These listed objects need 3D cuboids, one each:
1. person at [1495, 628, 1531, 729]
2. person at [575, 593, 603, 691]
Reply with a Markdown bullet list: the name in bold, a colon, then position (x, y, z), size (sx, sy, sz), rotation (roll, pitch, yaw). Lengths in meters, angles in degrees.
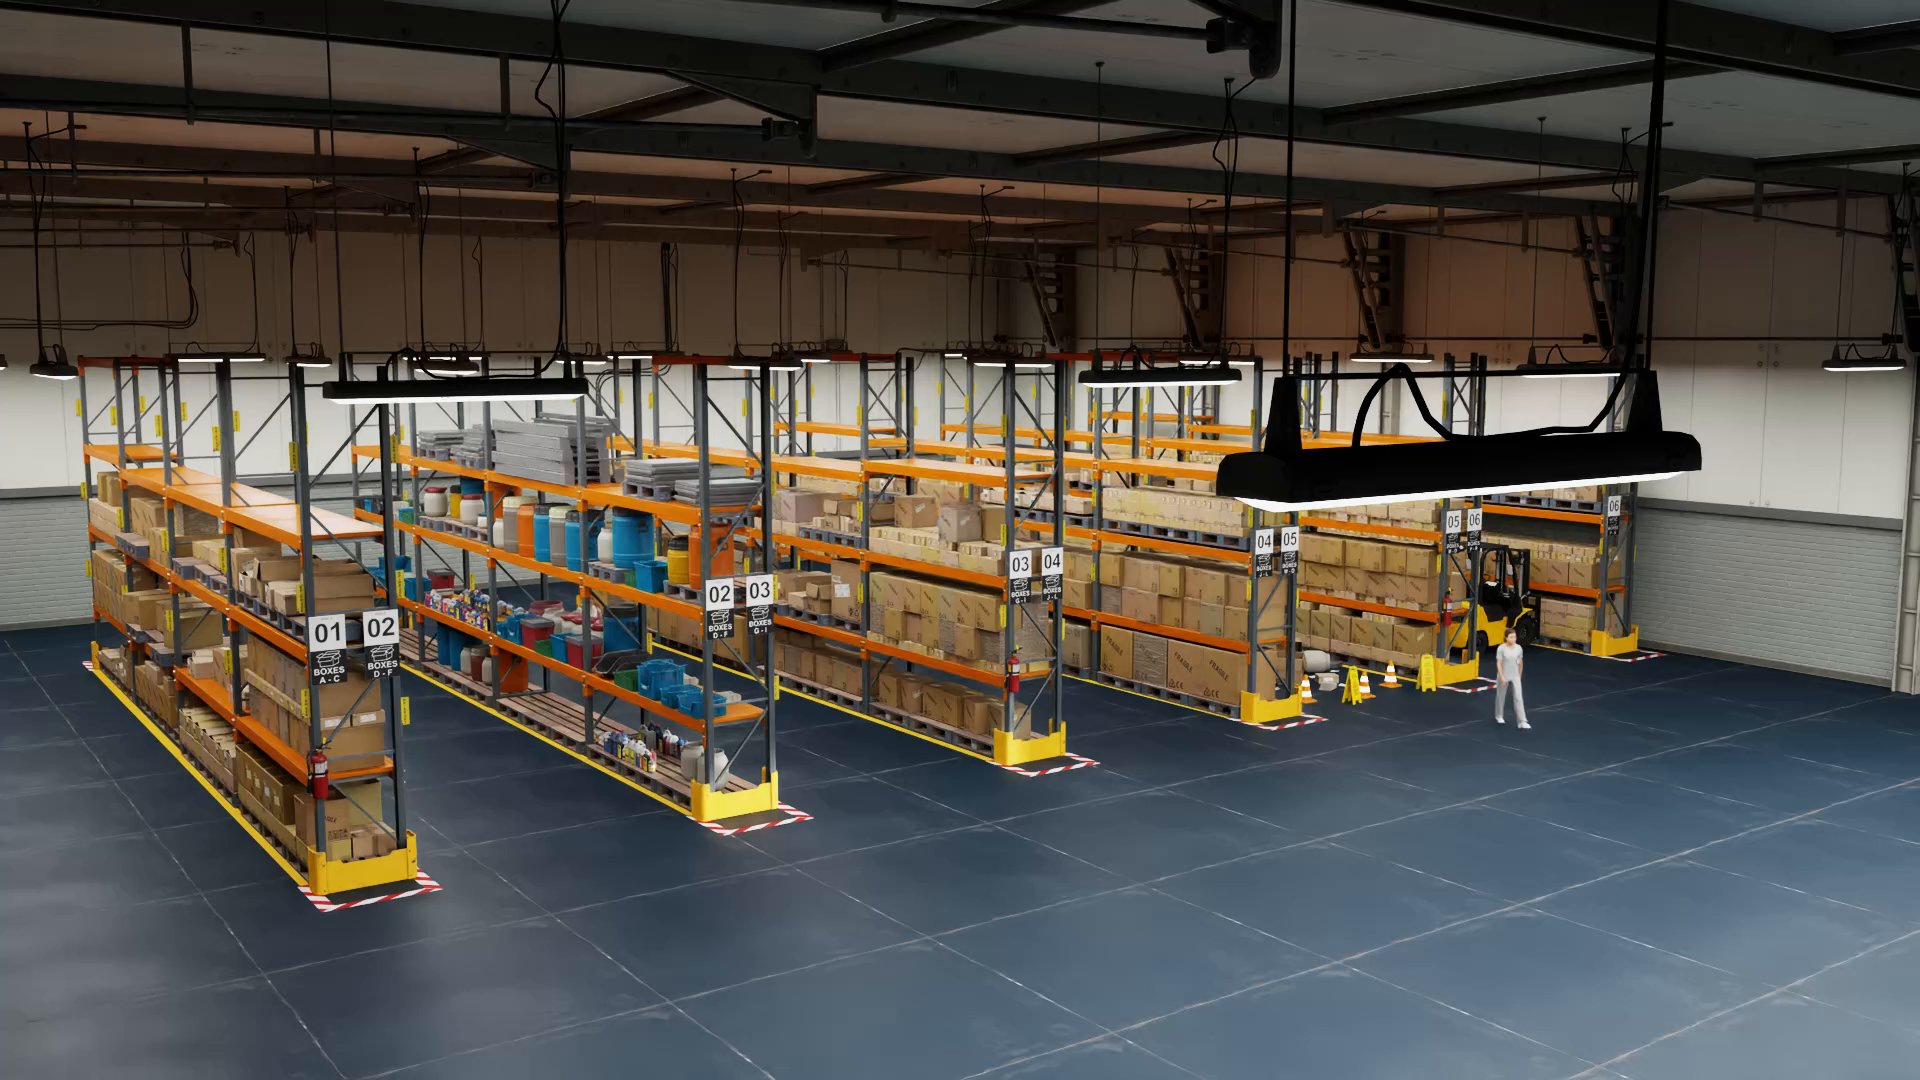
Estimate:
- **person**: position (8.927, 2.238, 26.963), size (0.465, 1.621, 1.036), rotation (0, 7, 4)
- **person**: position (-6.707, 1.790, 30.170), size (0.608, 1.738, 1.025), rotation (-7, 10, -44)
